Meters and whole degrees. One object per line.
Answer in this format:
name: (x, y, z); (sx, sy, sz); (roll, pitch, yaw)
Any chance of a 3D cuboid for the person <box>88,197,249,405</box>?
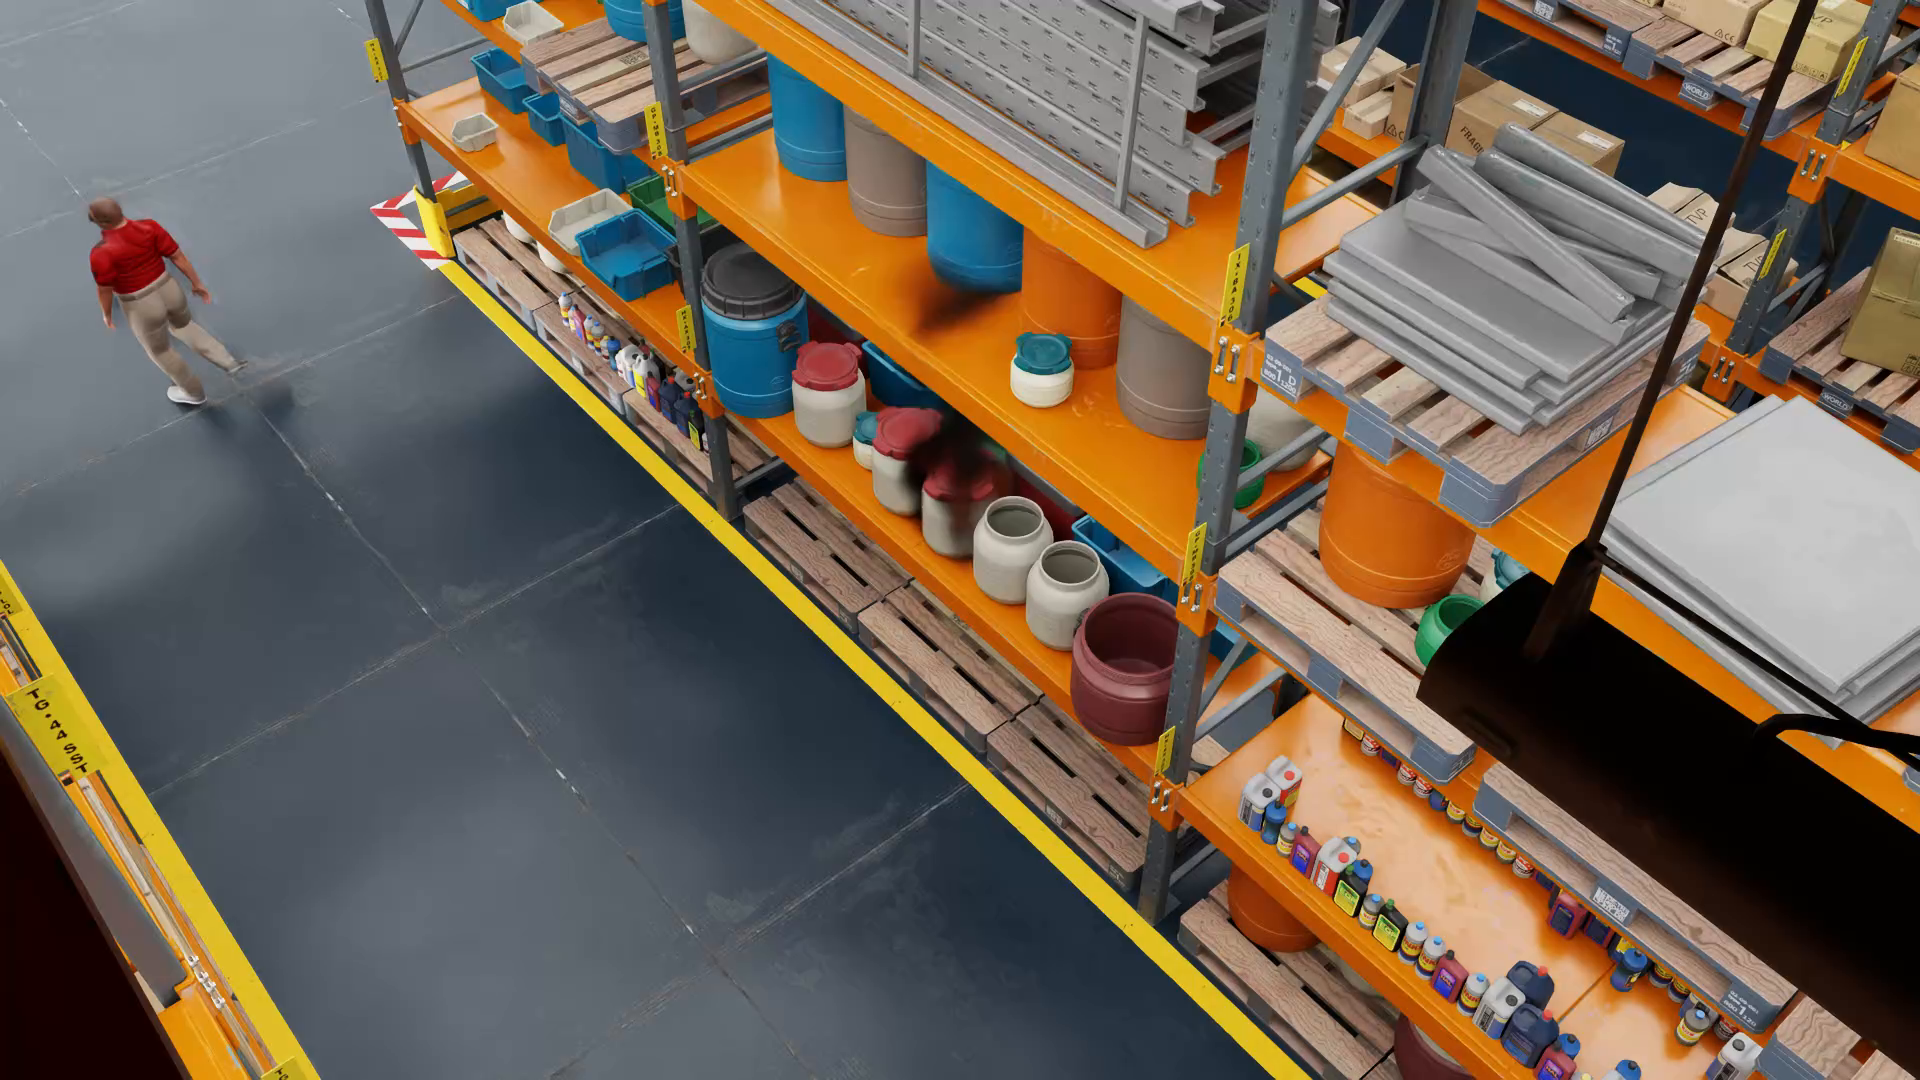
person: (-5.436, -1.621, 11.330); (0.592, 1.719, 0.661); (21, 50, 19)
